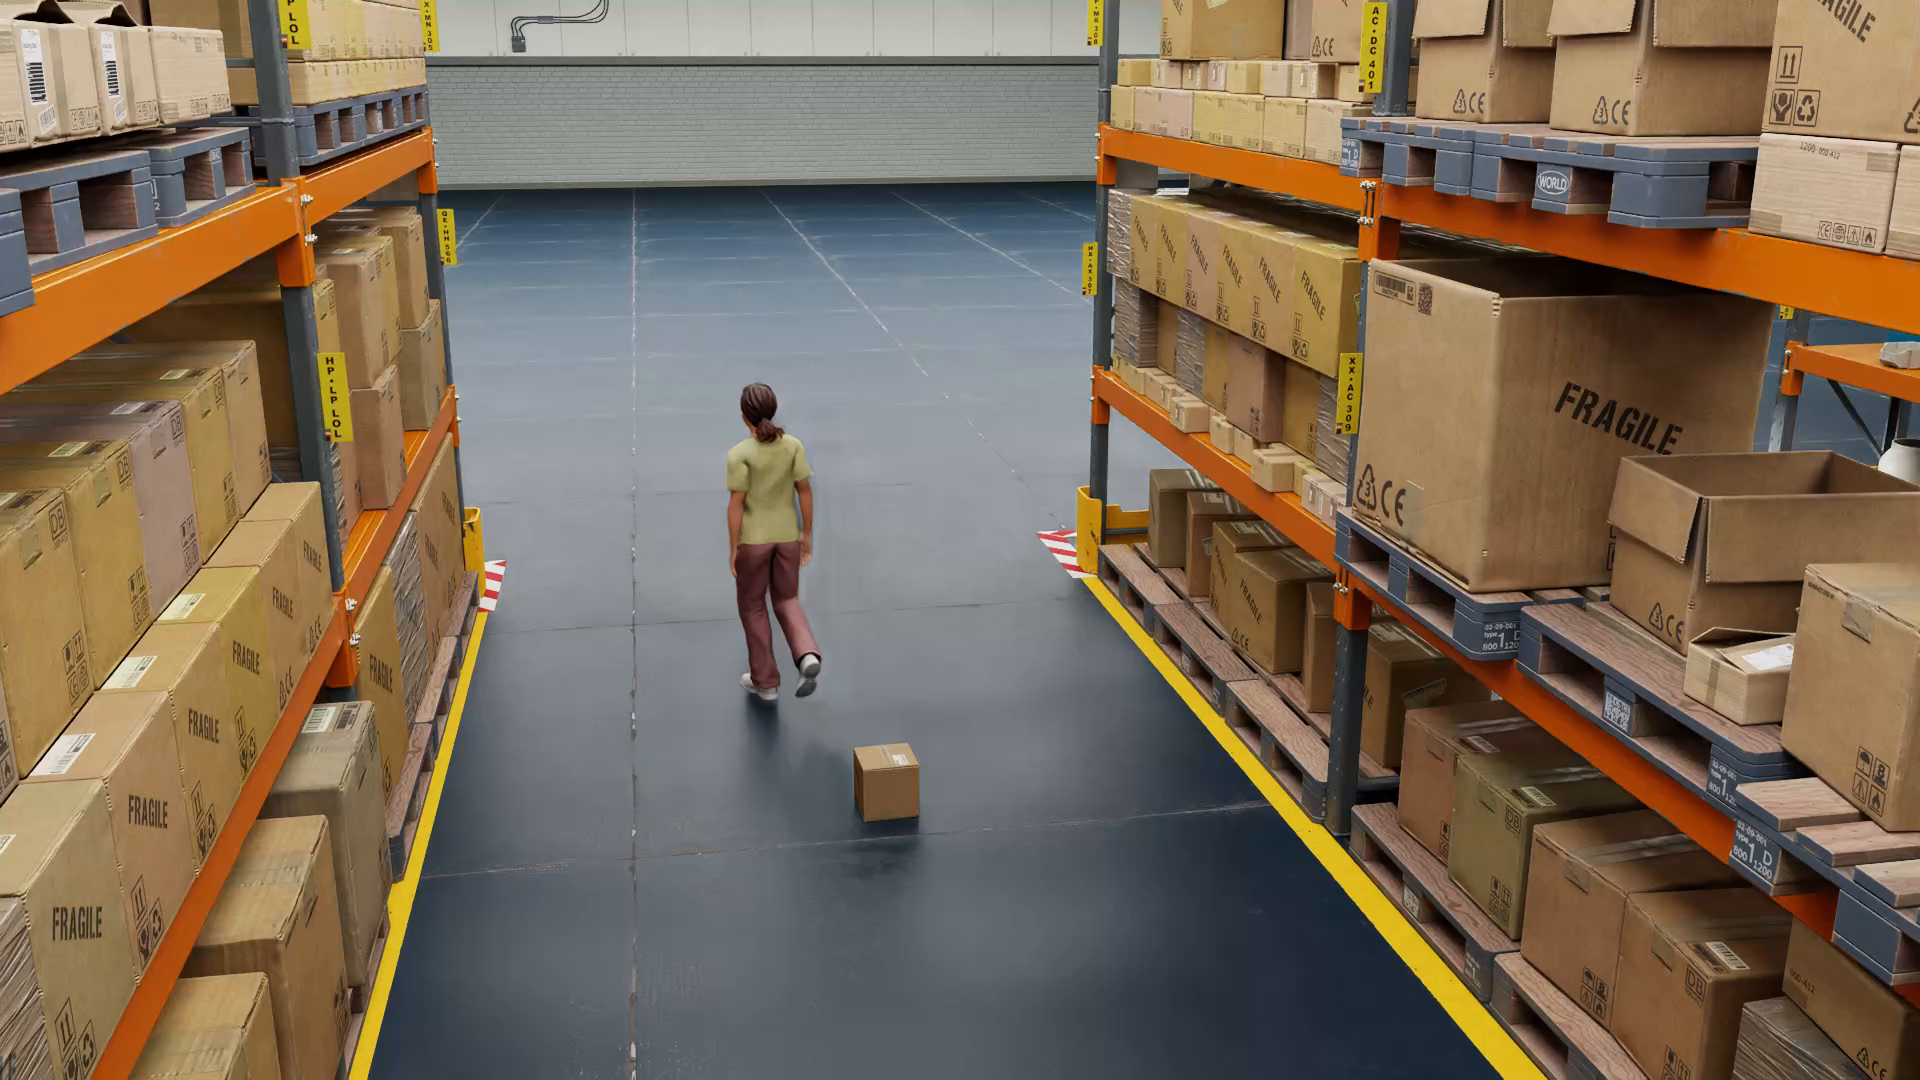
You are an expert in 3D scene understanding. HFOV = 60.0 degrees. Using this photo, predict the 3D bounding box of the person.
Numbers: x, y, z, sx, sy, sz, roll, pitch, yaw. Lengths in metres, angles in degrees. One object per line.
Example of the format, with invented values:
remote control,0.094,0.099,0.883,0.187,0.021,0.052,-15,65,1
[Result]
person,-0.936,0.036,8.348,0.455,1.657,0.632,-10,19,-30
